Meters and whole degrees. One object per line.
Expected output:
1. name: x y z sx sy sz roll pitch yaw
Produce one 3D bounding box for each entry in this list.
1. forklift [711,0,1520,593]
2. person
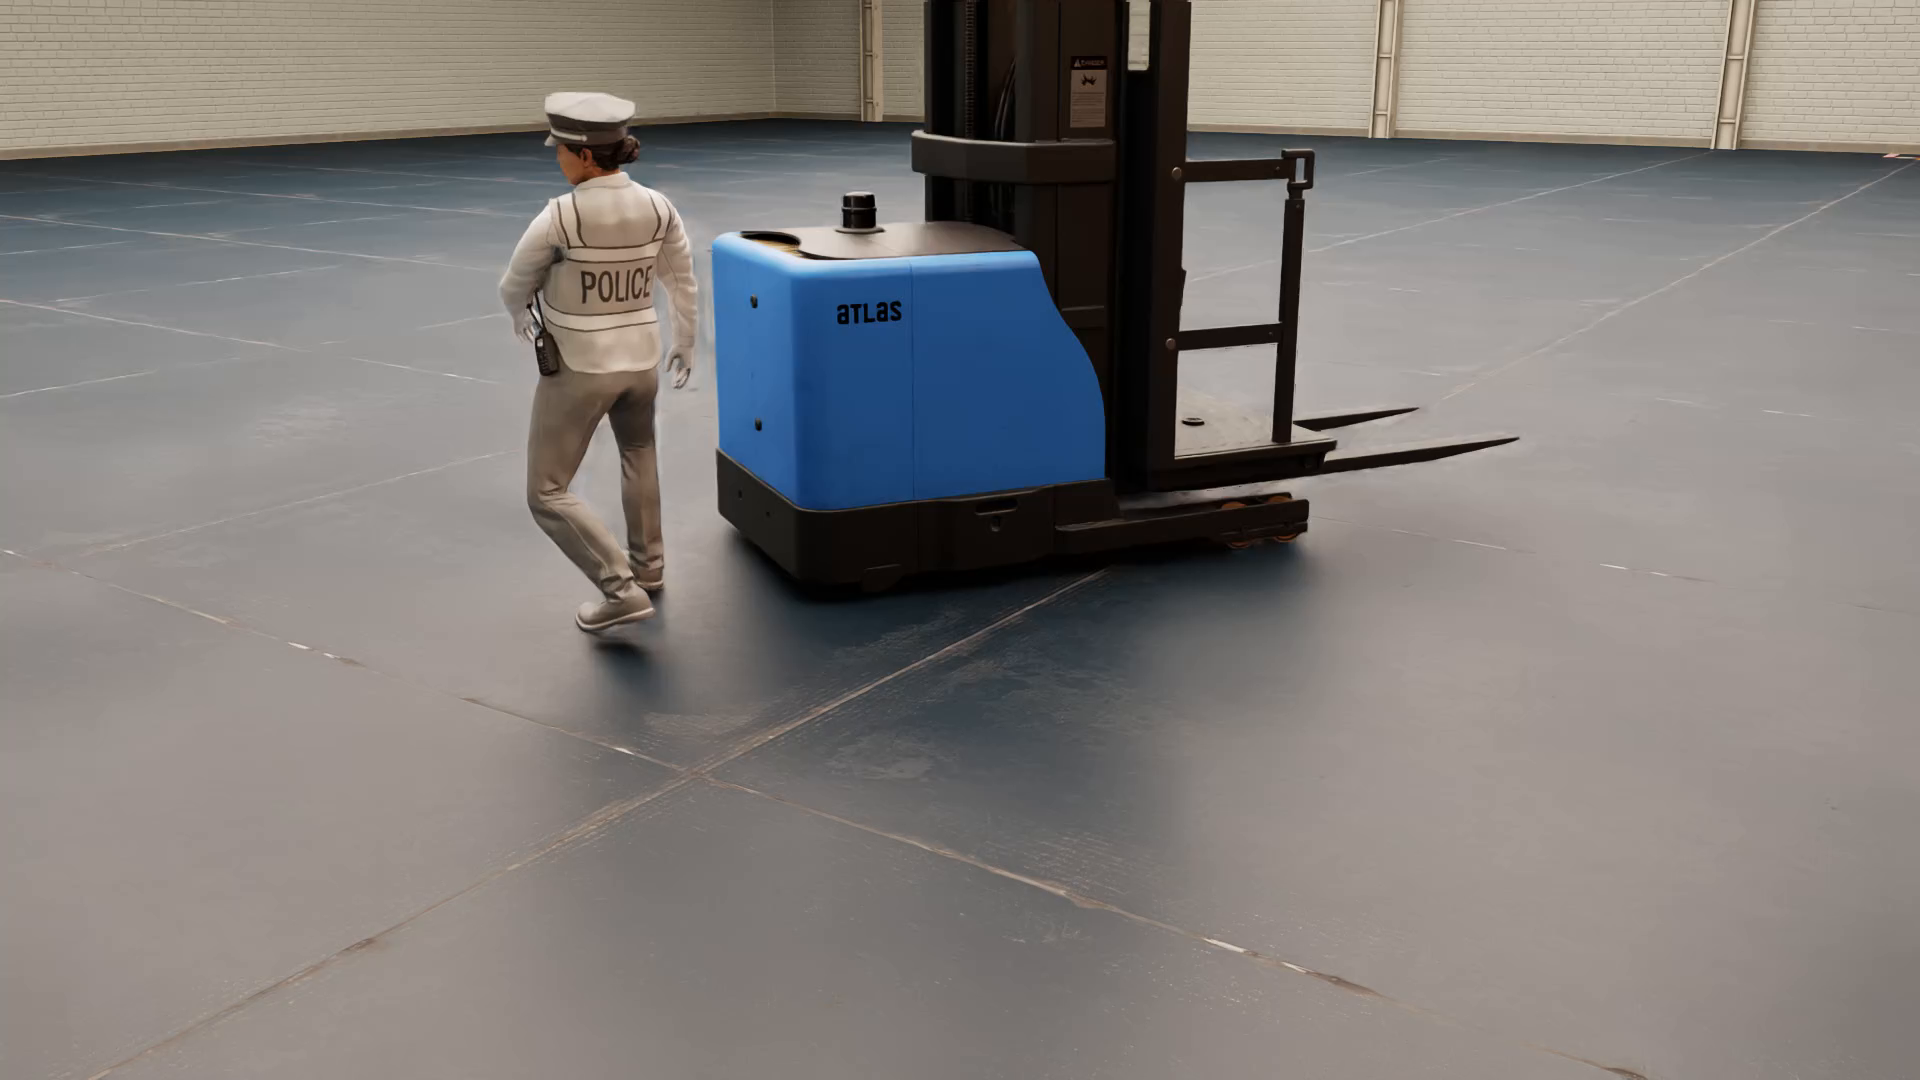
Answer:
1. forklift: 0.682 -1.500 5.848 3.031 2.935 1.130 -7 18 -23
2. person: -1.042 -0.545 5.019 0.704 1.567 0.647 14 22 39
